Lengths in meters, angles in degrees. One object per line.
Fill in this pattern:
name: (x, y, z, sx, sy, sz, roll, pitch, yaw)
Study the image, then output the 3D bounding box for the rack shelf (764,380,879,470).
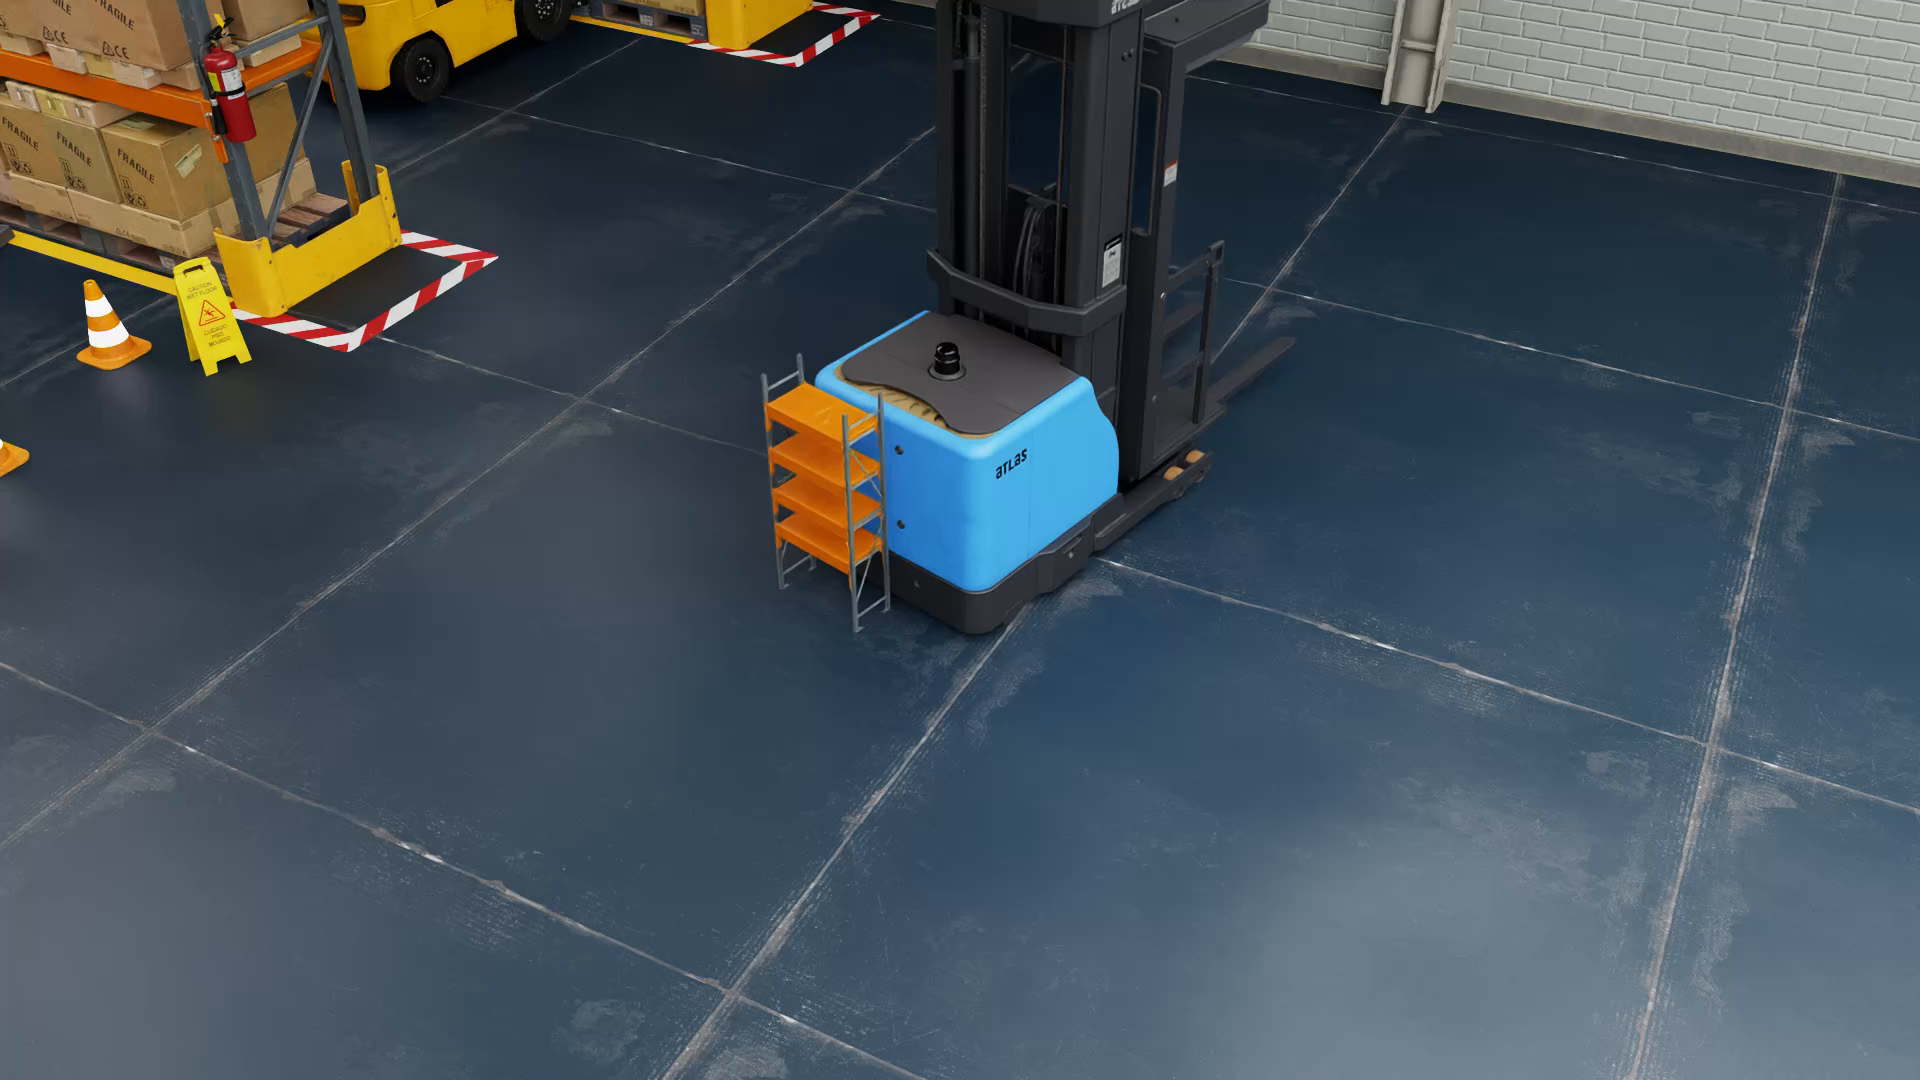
rack shelf: (-0.598, -0.509, 7.298, 0.480, 0.148, 0.258, 27, 45, 31)

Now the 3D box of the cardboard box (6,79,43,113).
cardboard box: (-5.604, -2.787, 10.230, 0.250, 0.149, 0.380, 19, 41, 23)

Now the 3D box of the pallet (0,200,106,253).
pallet: (-5.813, -2.359, 11.202, 1.213, 0.211, 1.003, 17, 41, 21)

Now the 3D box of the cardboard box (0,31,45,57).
cardboard box: (-5.560, -3.070, 10.042, 0.250, 0.149, 0.380, 17, 40, 21)

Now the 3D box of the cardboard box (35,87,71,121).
cardboard box: (-5.371, -2.713, 10.133, 0.250, 0.149, 0.380, 18, 41, 22)

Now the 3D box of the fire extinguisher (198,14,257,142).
fire extinguisher: (-4.071, -2.553, 9.216, 0.183, 0.674, 0.296, 17, 41, 21)

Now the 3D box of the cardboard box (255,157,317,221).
cardboard box: (-4.550, -2.308, 10.756, 0.500, 0.250, 0.500, 17, 40, 21)

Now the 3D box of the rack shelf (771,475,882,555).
rack shelf: (-0.597, -0.143, 7.577, 0.480, 0.148, 0.258, 27, 45, 31)

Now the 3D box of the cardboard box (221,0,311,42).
cardboard box: (-4.254, -3.302, 9.810, 0.500, 0.500, 0.500, 17, 40, 21)

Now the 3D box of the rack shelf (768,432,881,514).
rack shelf: (-0.598, -0.321, 7.441, 0.480, 0.148, 0.258, 27, 45, 31)

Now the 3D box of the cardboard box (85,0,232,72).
cardboard box: (-4.570, -3.025, 9.445, 0.500, 0.500, 0.500, 17, 40, 21)

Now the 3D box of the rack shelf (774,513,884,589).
rack shelf: (-0.597, 0.015, 7.697, 0.480, 0.148, 0.258, 27, 45, 31)

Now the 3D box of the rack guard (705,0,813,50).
rack guard: (-1.660, -4.527, 13.820, 0.348, 0.500, 1.175, 17, 41, 21)

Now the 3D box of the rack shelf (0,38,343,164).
rack shelf: (-5.737, -3.133, 10.511, 4.000, 0.370, 1.077, 17, 41, 21)

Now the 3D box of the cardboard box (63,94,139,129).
cardboard box: (-5.149, -2.641, 10.038, 0.250, 0.149, 0.380, 19, 41, 23)

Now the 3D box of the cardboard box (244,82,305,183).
cardboard box: (-4.572, -2.613, 10.538, 0.500, 0.500, 0.500, 16, 40, 20)

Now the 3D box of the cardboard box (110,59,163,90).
cardboard box: (-4.668, -2.763, 9.637, 0.250, 0.149, 0.380, 17, 40, 21)

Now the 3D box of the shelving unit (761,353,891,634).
shelving unit: (-0.597, -0.197, 7.536, 0.503, 1.200, 0.258, 27, 45, 31)

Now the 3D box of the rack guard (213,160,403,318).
rack guard: (-4.029, -1.889, 10.344, 0.348, 0.500, 1.175, 17, 41, 21)

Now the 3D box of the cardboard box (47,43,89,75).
cardboard box: (-5.128, -2.901, 9.819, 0.250, 0.149, 0.380, 18, 41, 22)

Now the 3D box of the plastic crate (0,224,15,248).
plastic crate: (-6.496, -1.936, 10.754, 0.583, 0.080, 0.402, 4, 37, 6)

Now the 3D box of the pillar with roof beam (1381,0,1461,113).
pillar with roof beam: (1.463, -4.617, 6.909, 0.400, 9.000, 9.100, 17, 41, 21)

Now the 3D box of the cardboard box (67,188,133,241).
cardboard box: (-5.259, -2.164, 10.566, 0.500, 0.250, 0.500, 18, 41, 22)

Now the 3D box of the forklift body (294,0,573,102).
forklift body: (-4.205, -4.739, 12.734, 1.214, 2.155, 2.313, 17, 41, 21)

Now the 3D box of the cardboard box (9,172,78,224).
cardboard box: (-5.726, -2.306, 10.754, 0.500, 0.250, 0.500, 16, 40, 20)

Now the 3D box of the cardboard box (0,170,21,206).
cardboard box: (-6.162, -2.450, 10.943, 0.500, 0.250, 0.500, 17, 40, 21)

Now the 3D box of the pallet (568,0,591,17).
pallet: (-3.459, -4.949, 14.614, 1.213, 0.211, 1.003, 17, 41, 21)

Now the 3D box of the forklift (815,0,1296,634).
forklift: (0.664, -1.557, 7.896, 1.130, 2.935, 3.031, 27, 45, 31)

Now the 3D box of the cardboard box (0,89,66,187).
cardboard box: (-5.702, -2.604, 10.526, 0.500, 0.500, 0.500, 16, 40, 20)

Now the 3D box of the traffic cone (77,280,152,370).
traffic cone: (-4.936, -1.280, 9.573, 0.334, 0.463, 0.336, 17, 41, 21)

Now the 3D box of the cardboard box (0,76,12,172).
cardboard box: (-6.173, -2.750, 10.718, 0.500, 0.500, 0.500, 20, 41, 24)

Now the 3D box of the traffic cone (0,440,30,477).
traffic cone: (-5.145, -0.589, 8.663, 0.334, 0.463, 0.336, 17, 41, 21)

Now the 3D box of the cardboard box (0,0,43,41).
cardboard box: (-5.455, -3.307, 9.817, 0.500, 0.500, 0.500, 17, 40, 21)

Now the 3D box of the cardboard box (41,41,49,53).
cardboard box: (-5.291, -3.048, 10.012, 0.250, 0.149, 0.380, 18, 41, 22)

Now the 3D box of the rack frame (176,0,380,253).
rack frame: (-3.961, -2.863, 9.561, 0.127, 3.000, 1.000, 17, 41, 21)

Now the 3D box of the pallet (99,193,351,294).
pallet: (-4.734, -2.019, 10.754, 1.213, 0.211, 1.003, 17, 41, 21)

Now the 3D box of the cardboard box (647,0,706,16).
cardboard box: (-2.244, -4.562, 13.726, 0.500, 0.250, 0.500, 18, 41, 22)

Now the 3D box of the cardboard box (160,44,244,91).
cardboard box: (-4.392, -2.752, 9.623, 0.250, 0.149, 0.380, 19, 41, 23)

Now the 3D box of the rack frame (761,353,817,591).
rack frame: (-0.783, -0.293, 7.663, 0.015, 1.200, 0.240, 27, 45, 31)

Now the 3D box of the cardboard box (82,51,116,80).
cardboard box: (-4.885, -2.846, 9.746, 0.250, 0.149, 0.380, 17, 40, 21)

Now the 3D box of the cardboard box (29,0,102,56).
cardboard box: (-5.012, -3.166, 9.631, 0.500, 0.500, 0.500, 17, 41, 22)

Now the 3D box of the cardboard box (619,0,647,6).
cardboard box: (-2.681, -4.706, 13.915, 0.500, 0.250, 0.500, 17, 41, 21)

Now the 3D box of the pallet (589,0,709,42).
pallet: (-2.380, -4.609, 14.167, 1.213, 0.211, 1.003, 17, 41, 21)

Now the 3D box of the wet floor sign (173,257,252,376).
wet floor sign: (-4.284, -1.298, 9.446, 0.267, 0.644, 0.232, -29, 46, -33)

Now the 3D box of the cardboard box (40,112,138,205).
cardboard box: (-5.257, -2.460, 10.336, 0.500, 0.500, 0.500, 19, 41, 23)

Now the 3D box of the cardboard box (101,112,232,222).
cardboard box: (-4.792, -2.317, 10.148, 0.500, 0.500, 0.500, 18, 41, 22)

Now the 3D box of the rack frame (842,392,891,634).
rack frame: (-0.412, -0.101, 7.410, 0.015, 1.200, 0.240, 27, 45, 31)

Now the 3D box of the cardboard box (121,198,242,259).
cardboard box: (-4.824, -2.022, 10.380, 0.500, 0.250, 0.500, 17, 40, 21)

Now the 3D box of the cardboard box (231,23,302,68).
cardboard box: (-4.168, -2.969, 9.908, 0.250, 0.149, 0.380, 18, 41, 22)
